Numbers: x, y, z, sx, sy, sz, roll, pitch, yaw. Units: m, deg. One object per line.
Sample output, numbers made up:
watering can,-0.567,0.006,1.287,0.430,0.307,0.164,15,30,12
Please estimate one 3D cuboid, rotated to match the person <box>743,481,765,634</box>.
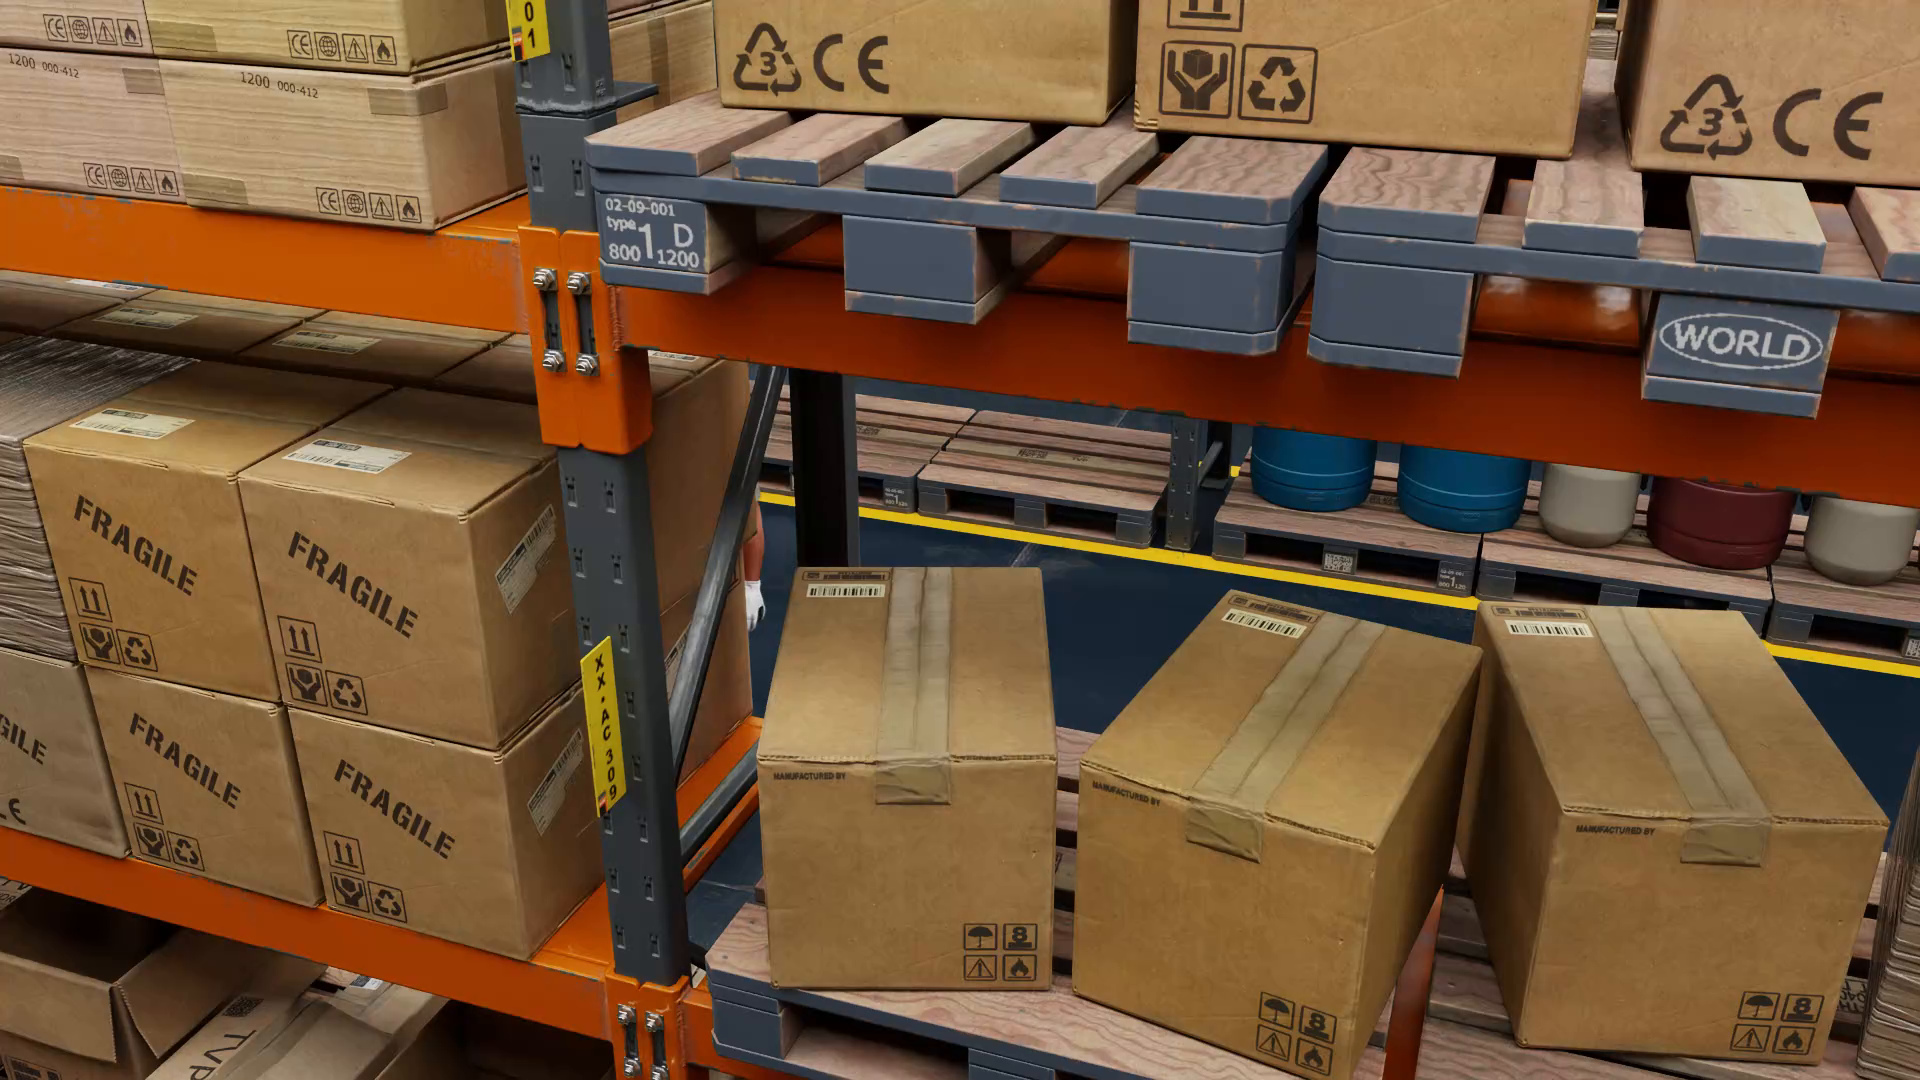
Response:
person,-0.968,0.154,5.772,0.613,1.778,0.452,7,26,14
